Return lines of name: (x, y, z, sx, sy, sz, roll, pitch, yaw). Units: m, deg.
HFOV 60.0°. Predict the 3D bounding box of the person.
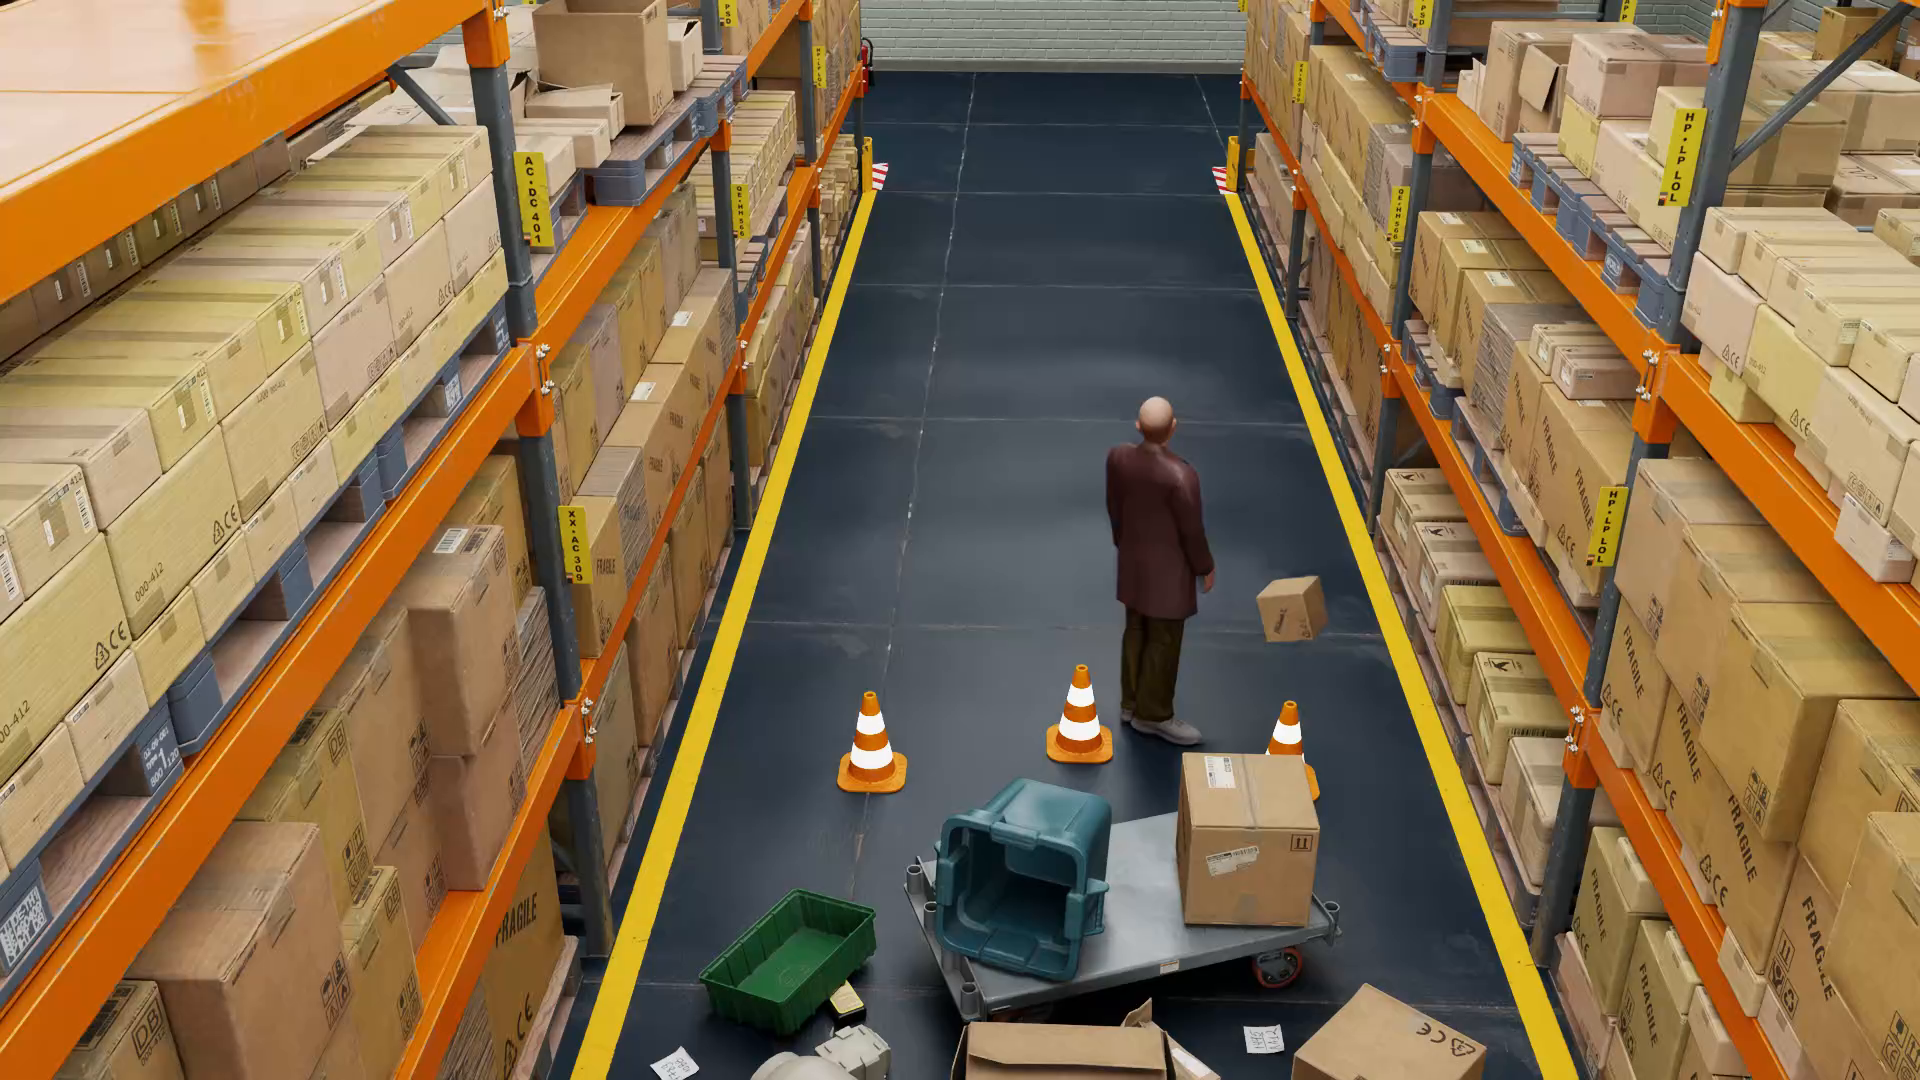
person: (1.023, 0.131, 8.347, 0.403, 1.783, 0.684, -21, 34, -34)
